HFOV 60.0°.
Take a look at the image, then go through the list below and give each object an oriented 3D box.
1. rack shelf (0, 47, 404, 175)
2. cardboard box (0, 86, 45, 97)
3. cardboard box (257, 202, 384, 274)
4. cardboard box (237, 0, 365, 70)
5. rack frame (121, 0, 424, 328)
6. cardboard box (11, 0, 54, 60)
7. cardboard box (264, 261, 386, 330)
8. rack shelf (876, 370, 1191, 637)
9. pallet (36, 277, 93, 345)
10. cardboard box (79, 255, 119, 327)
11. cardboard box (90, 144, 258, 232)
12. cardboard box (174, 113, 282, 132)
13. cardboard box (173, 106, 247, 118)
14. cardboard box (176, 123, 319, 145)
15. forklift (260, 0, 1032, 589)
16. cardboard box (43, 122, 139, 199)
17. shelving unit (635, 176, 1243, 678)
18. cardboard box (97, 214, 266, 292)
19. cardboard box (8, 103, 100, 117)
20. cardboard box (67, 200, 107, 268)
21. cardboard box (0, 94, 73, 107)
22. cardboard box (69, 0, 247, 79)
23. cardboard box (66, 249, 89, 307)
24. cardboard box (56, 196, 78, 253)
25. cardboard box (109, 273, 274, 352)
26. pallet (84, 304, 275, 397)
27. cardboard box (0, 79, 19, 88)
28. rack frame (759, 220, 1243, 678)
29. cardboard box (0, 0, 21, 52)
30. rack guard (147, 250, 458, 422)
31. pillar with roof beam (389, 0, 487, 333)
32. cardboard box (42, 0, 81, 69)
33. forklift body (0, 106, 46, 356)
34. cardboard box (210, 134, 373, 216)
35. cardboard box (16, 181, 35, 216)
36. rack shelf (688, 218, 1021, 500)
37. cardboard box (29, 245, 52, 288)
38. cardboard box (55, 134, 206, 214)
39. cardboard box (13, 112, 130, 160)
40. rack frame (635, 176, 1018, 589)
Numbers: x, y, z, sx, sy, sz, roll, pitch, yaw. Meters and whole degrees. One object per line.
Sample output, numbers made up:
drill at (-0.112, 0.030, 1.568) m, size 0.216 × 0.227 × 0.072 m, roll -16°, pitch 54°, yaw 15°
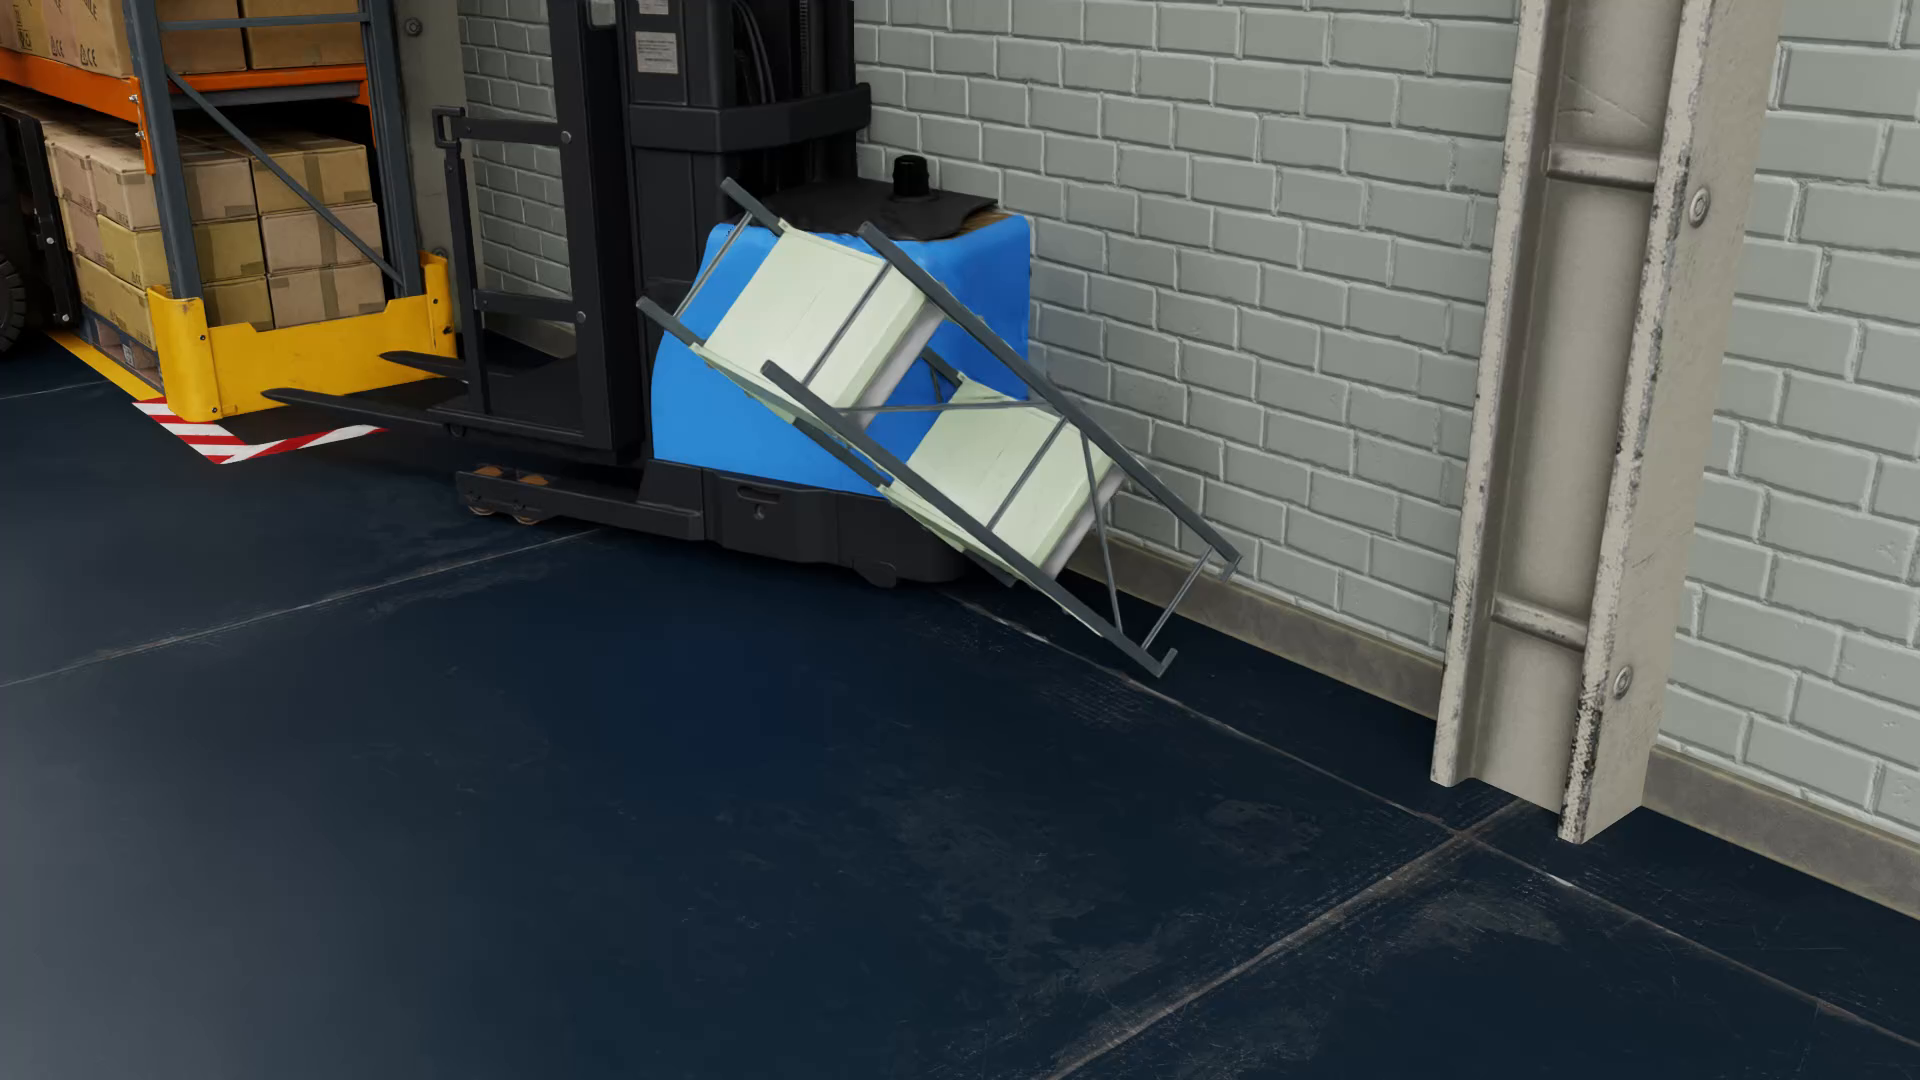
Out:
rack shelf at (-4.074, -2.271, 8.155) m, size 1.077 × 0.370 × 4.000 m, roll -17°, pitch 27°, yaw -37°
cardboard box at (-5.302, -2.331, 9.145) m, size 0.500 × 0.250 × 0.500 m, roll -18°, pitch 28°, yaw -38°
cardboard box at (-2.918, -1.381, 7.405) m, size 0.500 × 0.250 × 0.500 m, roll -17°, pitch 27°, yaw -36°
cardboard box at (-2.882, -2.303, 7.113) m, size 0.500 × 0.500 × 0.500 m, roll -16°, pitch 27°, yaw -36°
rack frame at (-2.769, -2.053, 6.613) m, size 1.000 × 3.000 × 0.127 m, roll -17°, pitch 27°, yaw -37°
cardboard box at (-3.955, -2.460, 7.515) m, size 0.500 × 0.500 × 0.500 m, roll -18°, pitch 28°, yaw -38°
cardboard box at (-2.941, -1.151, 7.503) m, size 0.500 × 0.250 × 0.500 m, roll -17°, pitch 27°, yaw -37°
rack shelf at (0.183, -0.113, 4.507) m, size 0.370 × 0.431 × 0.720 m, roll 37°, pitch -4°, yaw -37°
pallet at (-4.092, -1.293, 8.496) m, size 1.003 × 0.211 × 1.213 m, roll -17°, pitch 27°, yaw -37°
cardboard box at (-3.632, -1.163, 7.534) m, size 0.500 × 0.250 × 0.500 m, roll -17°, pitch 27°, yaw -37°
cardboard box at (-3.305, -1.487, 6.991) m, size 0.500 × 0.250 × 0.500 m, roll -16°, pitch 27°, yaw -36°
cardboard box at (-3.586, -1.890, 8.019) m, size 0.500 × 0.250 × 0.500 m, roll -18°, pitch 27°, yaw -38°
cardboard box at (-3.915, -2.033, 8.385) m, size 0.500 × 0.250 × 0.500 m, roll -18°, pitch 28°, yaw -38°
cardboard box at (-3.268, -1.749, 7.660) m, size 0.500 × 0.250 × 0.500 m, roll -17°, pitch 27°, yaw -37°
forklift at (-1.149, -1.575, 5.486) m, size 3.031 × 2.935 × 1.130 m, roll 10°, pitch 24°, yaw 25°
cardboard box at (-3.980, -1.764, 7.698) m, size 0.500 × 0.250 × 0.500 m, roll -17°, pitch 27°, yaw -37°
shelving unit at (-0.025, -0.271, 4.312) m, size 1.500 × 0.431 × 0.755 m, roll 37°, pitch -4°, yaw -37°
cardboard box at (-3.323, -1.261, 7.100) m, size 0.500 × 0.250 × 0.500 m, roll -18°, pitch 28°, yaw -38°
cardboard box at (-4.642, -2.052, 8.435) m, size 0.500 × 0.250 × 0.500 m, roll -16°, pitch 27°, yaw -36°
cardboard box at (-3.642, -1.402, 7.461) m, size 0.500 × 0.250 × 0.500 m, roll -18°, pitch 28°, yaw -38°
cardboard box at (-4.975, -2.187, 8.779) m, size 0.500 × 0.250 × 0.500 m, roll -17°, pitch 27°, yaw -37°
cardboard box at (-3.289, -2.173, 6.783) m, size 0.500 × 0.500 × 0.500 m, roll -18°, pitch 28°, yaw -39°
cardboard box at (-3.952, -1.303, 7.892) m, size 0.500 × 0.250 × 0.500 m, roll -17°, pitch 27°, yaw -37°
cardboard box at (-3.995, -1.540, 7.812) m, size 0.500 × 0.250 × 0.500 m, roll -18°, pitch 28°, yaw -39°
cardboard box at (-3.315, -1.023, 7.178) m, size 0.500 × 0.250 × 0.500 m, roll -17°, pitch 27°, yaw -37°
pallet at (-3.300, -0.956, 7.636) m, size 1.003 × 0.211 × 1.213 m, roll -17°, pitch 27°, yaw -37°
cardboard box at (-6.229, -2.606, 10.705) m, size 0.875 × 0.625 × 0.625 m, roll -18°, pitch 28°, yaw -38°
rack frame at (0.165, -0.159, 4.019) m, size 1.500 × 0.400 × 0.023 m, roll 37°, pitch -4°, yaw -37°
cardboard box at (-4.292, -2.597, 7.863) m, size 0.500 × 0.500 × 0.500 m, roll -17°, pitch 27°, yaw -37°
rack guard at (-2.753, -0.883, 7.052) m, size 1.175 × 0.500 × 0.348 m, roll -17°, pitch 27°, yaw -37°
pillar with roof beam at (-5.802, -4.229, 3.942) m, size 9.100 × 9.000 × 0.400 m, roll -17°, pitch 27°, yaw -37°
cardboard box at (-3.620, -2.319, 7.154) m, size 0.500 × 0.500 × 0.500 m, roll -16°, pitch 27°, yaw -36°
forklift body at (-5.388, -1.748, 6.997) m, size 2.313 × 2.155 × 1.214 m, roll -17°, pitch 27°, yaw -37°
cardboard box at (-2.939, -1.612, 7.310) m, size 0.500 × 0.250 × 0.500 m, roll -18°, pitch 28°, yaw -38°
cardboard box at (-4.319, -1.679, 8.167) m, size 0.500 × 0.250 × 0.500 m, roll -18°, pitch 27°, yaw -38°
rack shelf at (-0.274, -0.460, 4.078) m, size 0.370 × 0.431 × 0.720 m, roll 37°, pitch -4°, yaw -37°
cardboard box at (-4.308, -1.441, 8.245) m, size 0.500 × 0.250 × 0.500 m, roll -16°, pitch 27°, yaw -36°
cardboard box at (-3.643, -1.627, 7.348) m, size 0.500 × 0.250 × 0.500 m, roll -17°, pitch 27°, yaw -36°
cardboard box at (-4.305, -1.906, 8.060) m, size 0.500 × 0.250 × 0.500 m, roll -18°, pitch 28°, yaw -38°
rack frame at (-0.215, -0.383, 4.604) m, size 1.500 × 0.400 × 0.023 m, roll 37°, pitch -4°, yaw -37°
